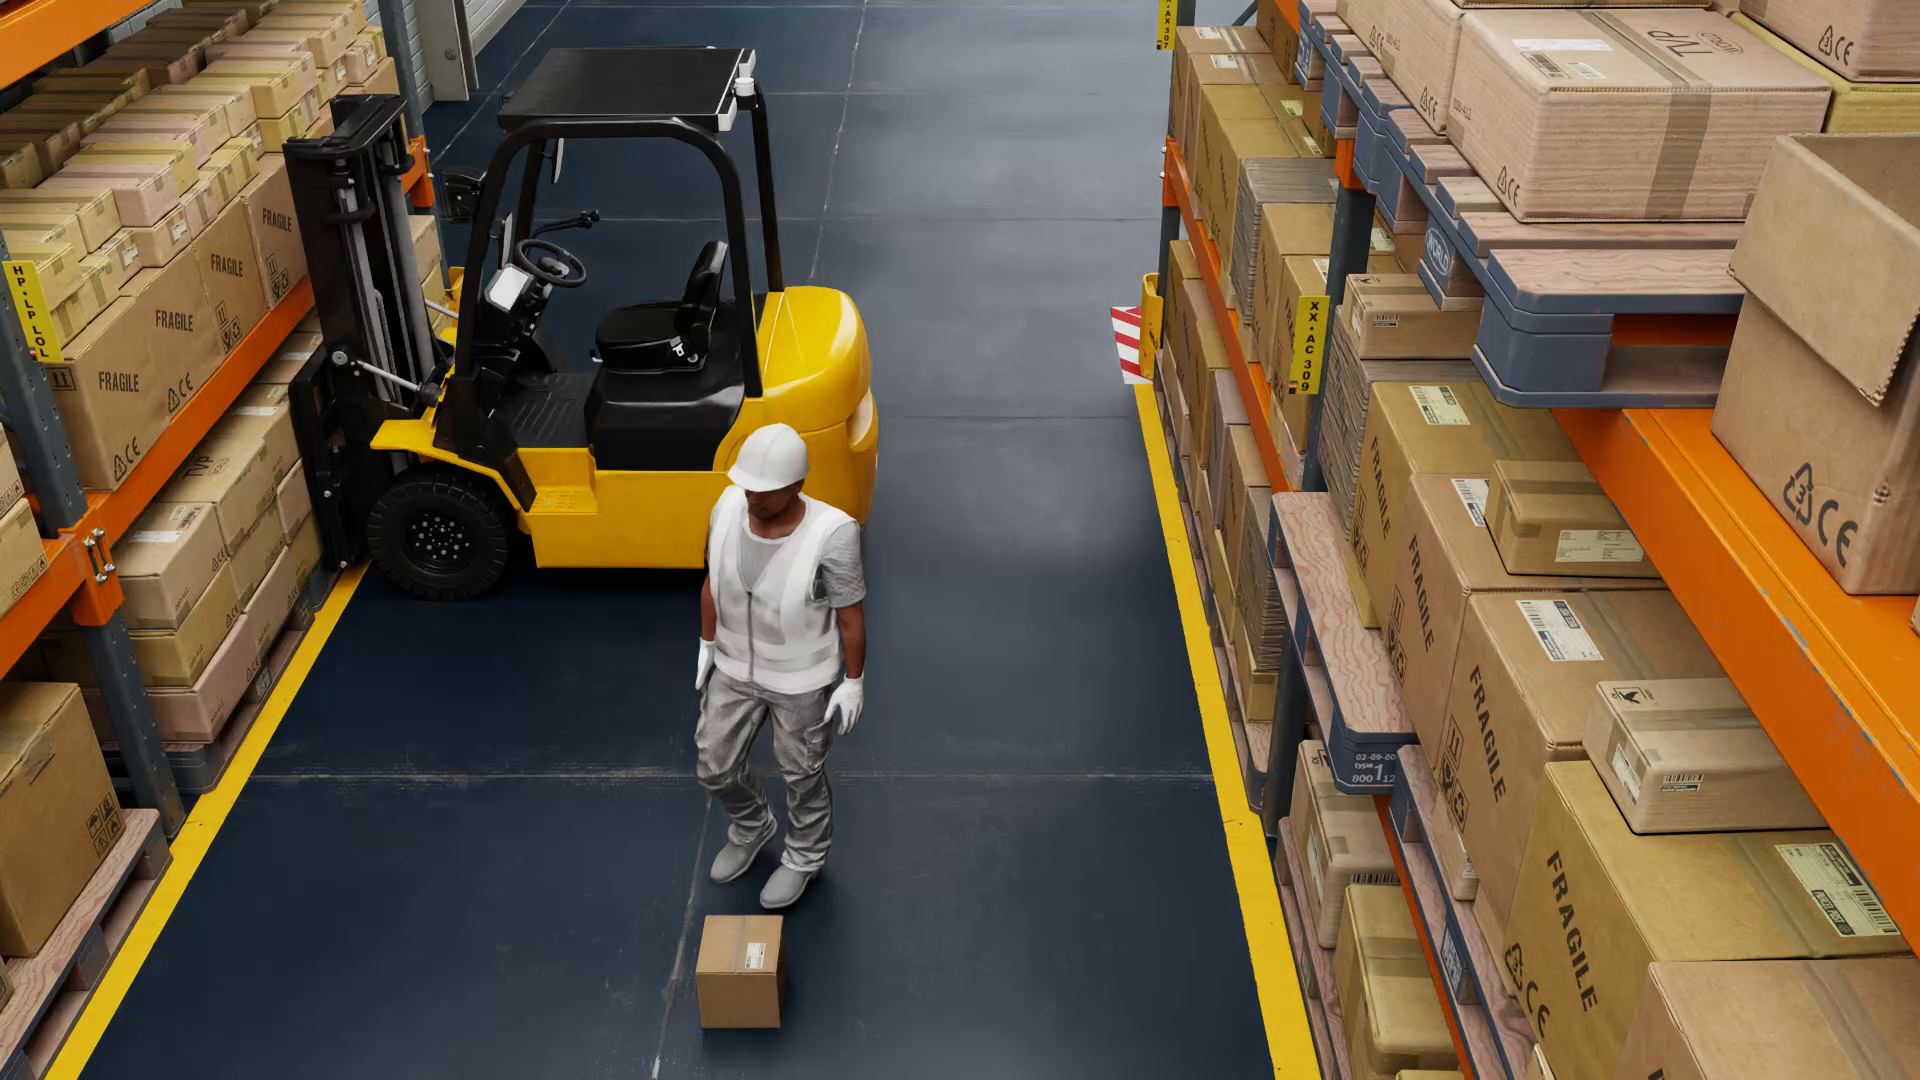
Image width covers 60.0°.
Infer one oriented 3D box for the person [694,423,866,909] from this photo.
[{"bbox_3d":[-0.598,0.447,5.380,0.576,1.808,0.404,14,34,21],"label":"person"}]
